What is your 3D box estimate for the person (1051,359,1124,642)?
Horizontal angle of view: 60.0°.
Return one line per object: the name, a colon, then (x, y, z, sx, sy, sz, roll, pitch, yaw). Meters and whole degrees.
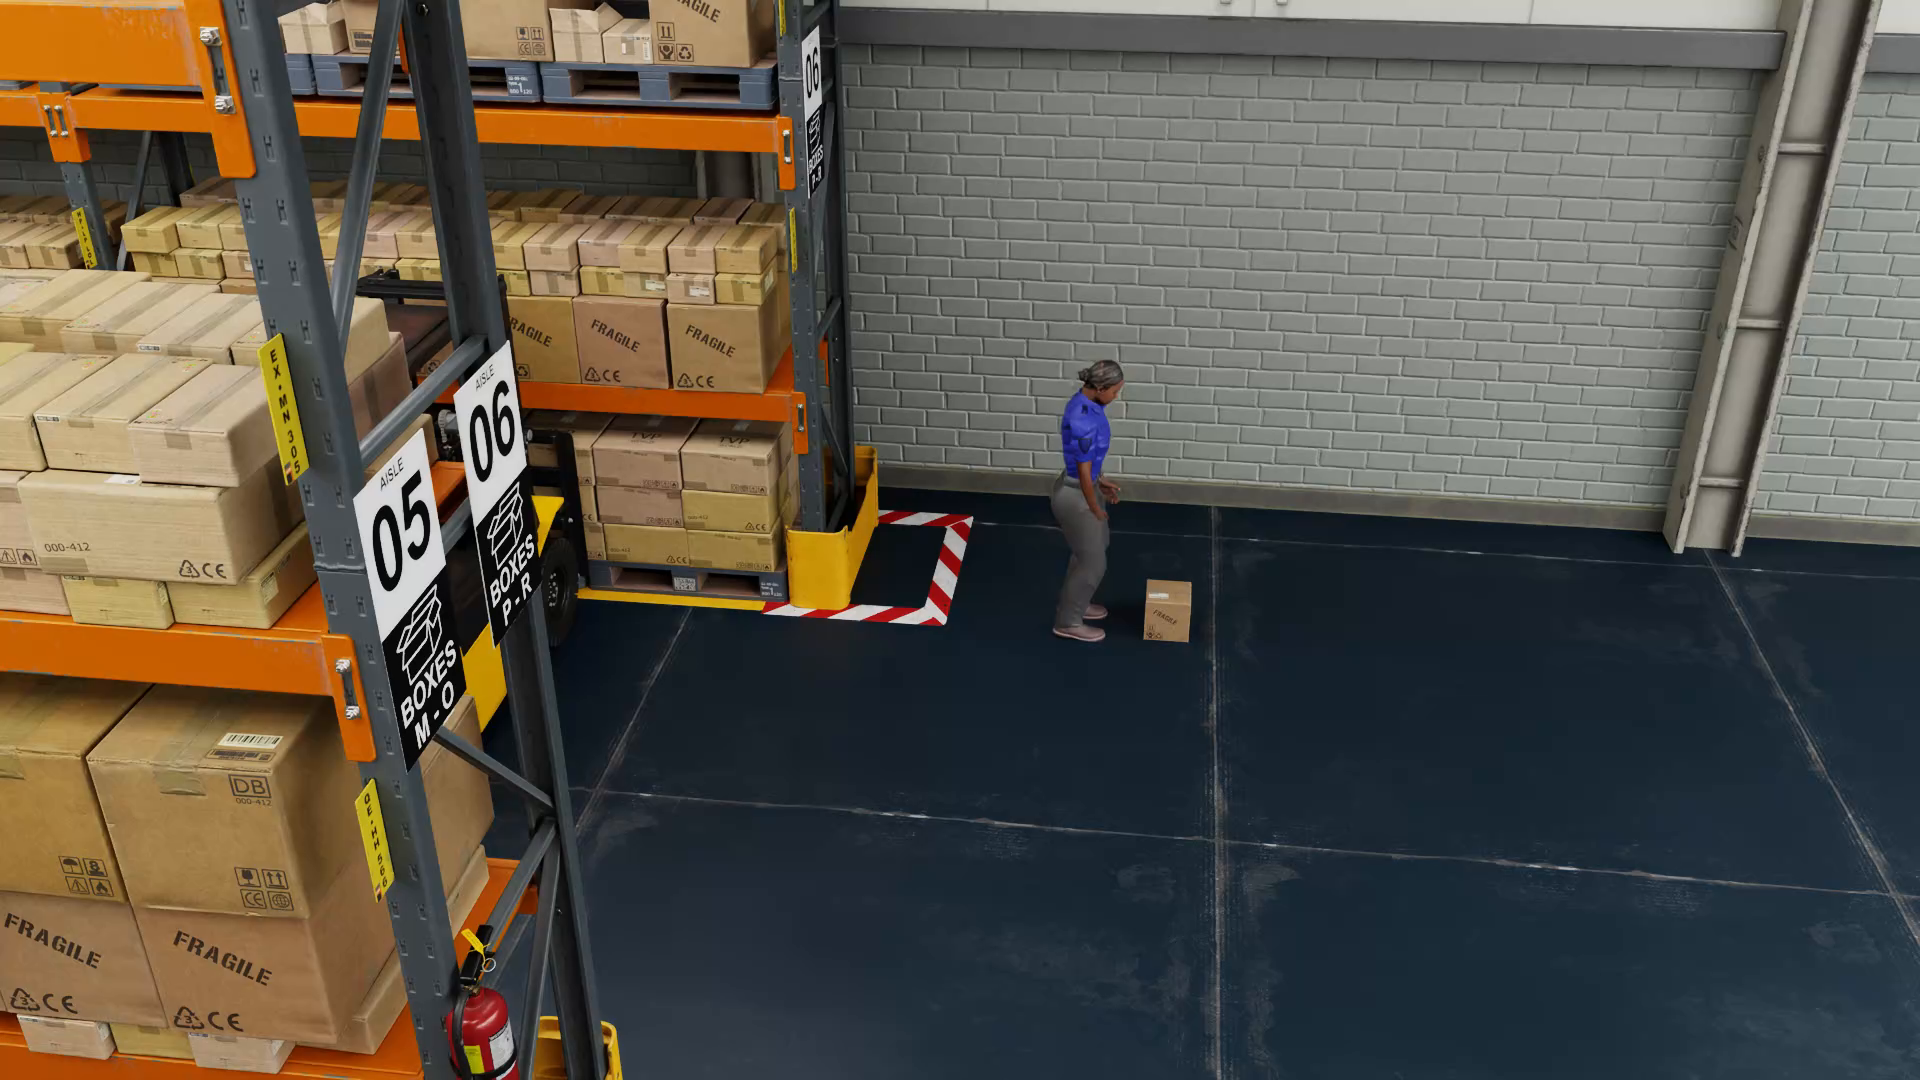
person: (0.690, -0.236, 9.118, 0.367, 1.618, 0.453, 4, 29, 7)
